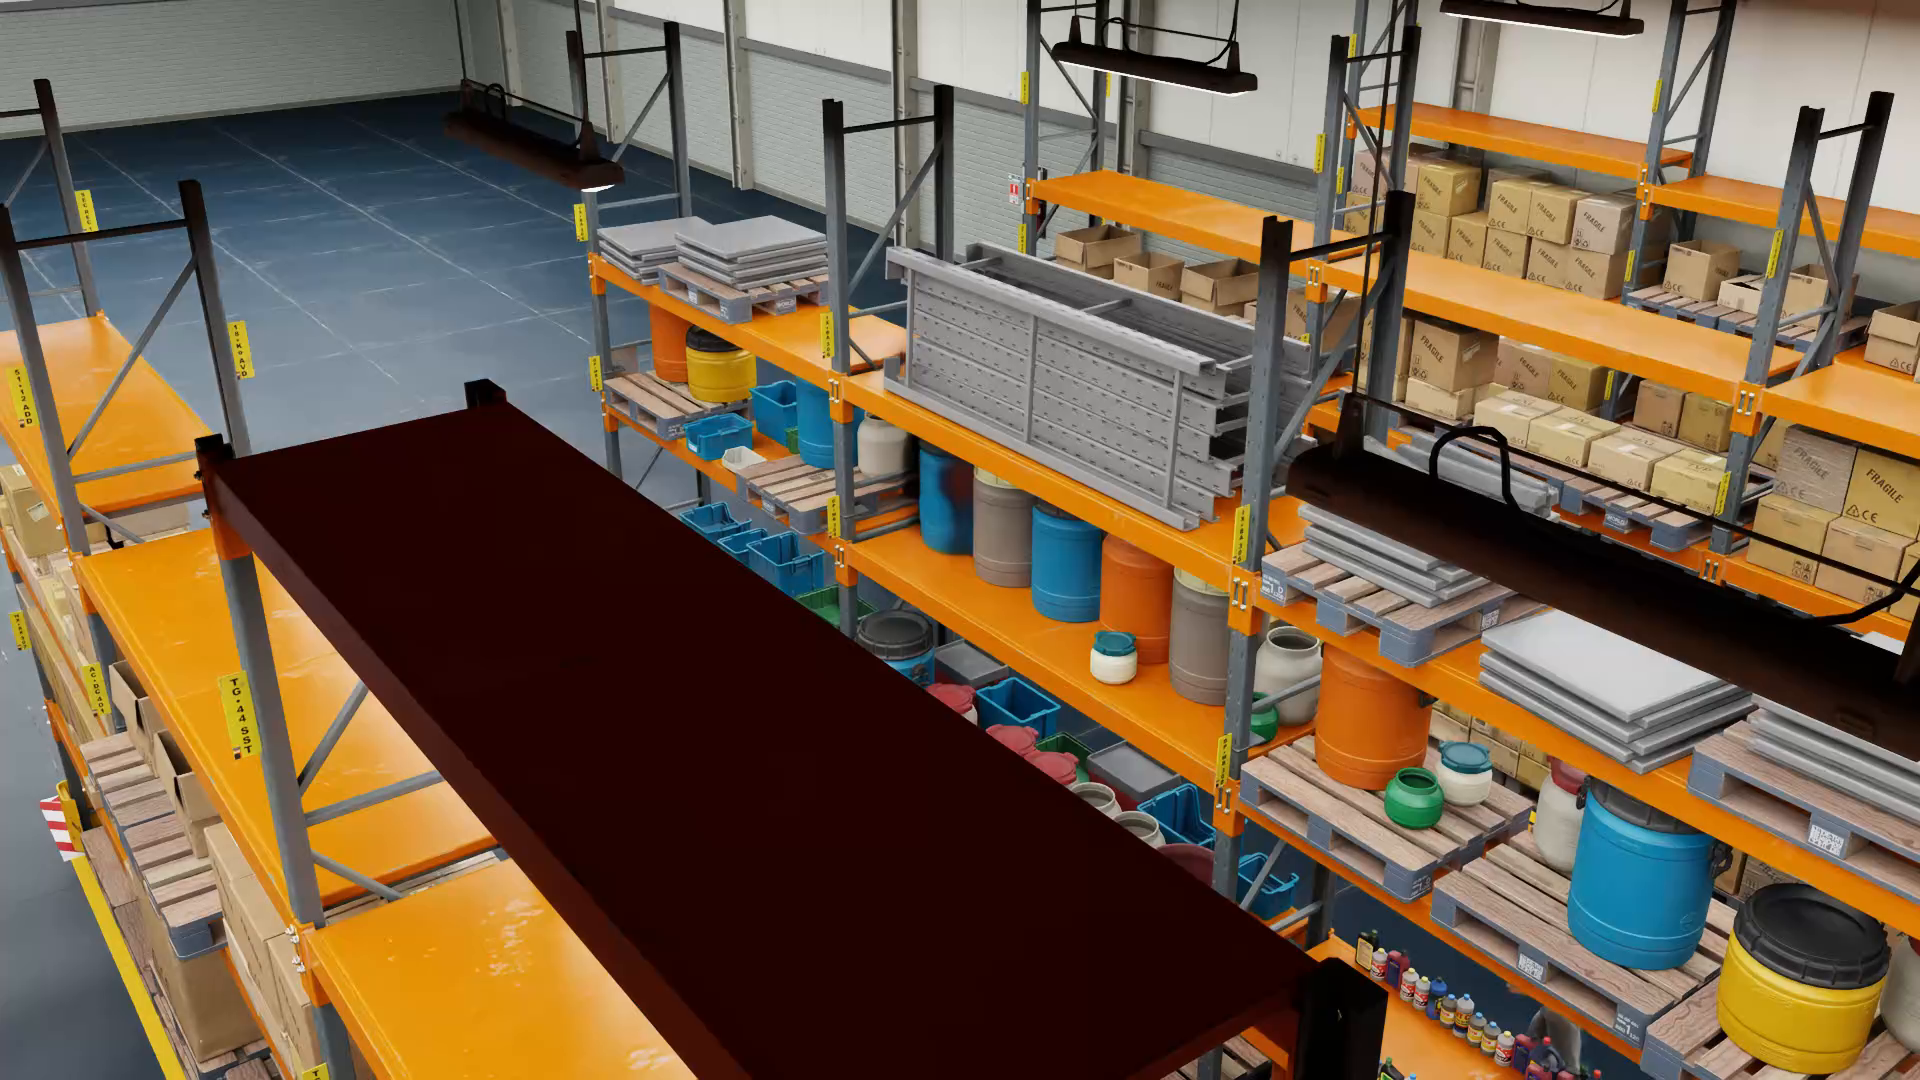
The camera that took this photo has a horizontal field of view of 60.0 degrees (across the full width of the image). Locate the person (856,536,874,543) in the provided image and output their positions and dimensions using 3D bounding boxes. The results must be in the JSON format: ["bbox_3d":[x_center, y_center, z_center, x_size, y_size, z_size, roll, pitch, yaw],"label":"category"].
[{"bbox_3d":[-1.110,-0.455,18.085,0.340,1.706,0.570,-19,31,-36],"label":"person"}]

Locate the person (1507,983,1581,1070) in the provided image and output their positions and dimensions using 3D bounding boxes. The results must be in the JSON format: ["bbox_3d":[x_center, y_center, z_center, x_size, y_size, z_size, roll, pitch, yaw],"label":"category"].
[{"bbox_3d":[3.856,2.996,10.601,0.529,1.672,0.932,-16,29,-31],"label":"person"}]
